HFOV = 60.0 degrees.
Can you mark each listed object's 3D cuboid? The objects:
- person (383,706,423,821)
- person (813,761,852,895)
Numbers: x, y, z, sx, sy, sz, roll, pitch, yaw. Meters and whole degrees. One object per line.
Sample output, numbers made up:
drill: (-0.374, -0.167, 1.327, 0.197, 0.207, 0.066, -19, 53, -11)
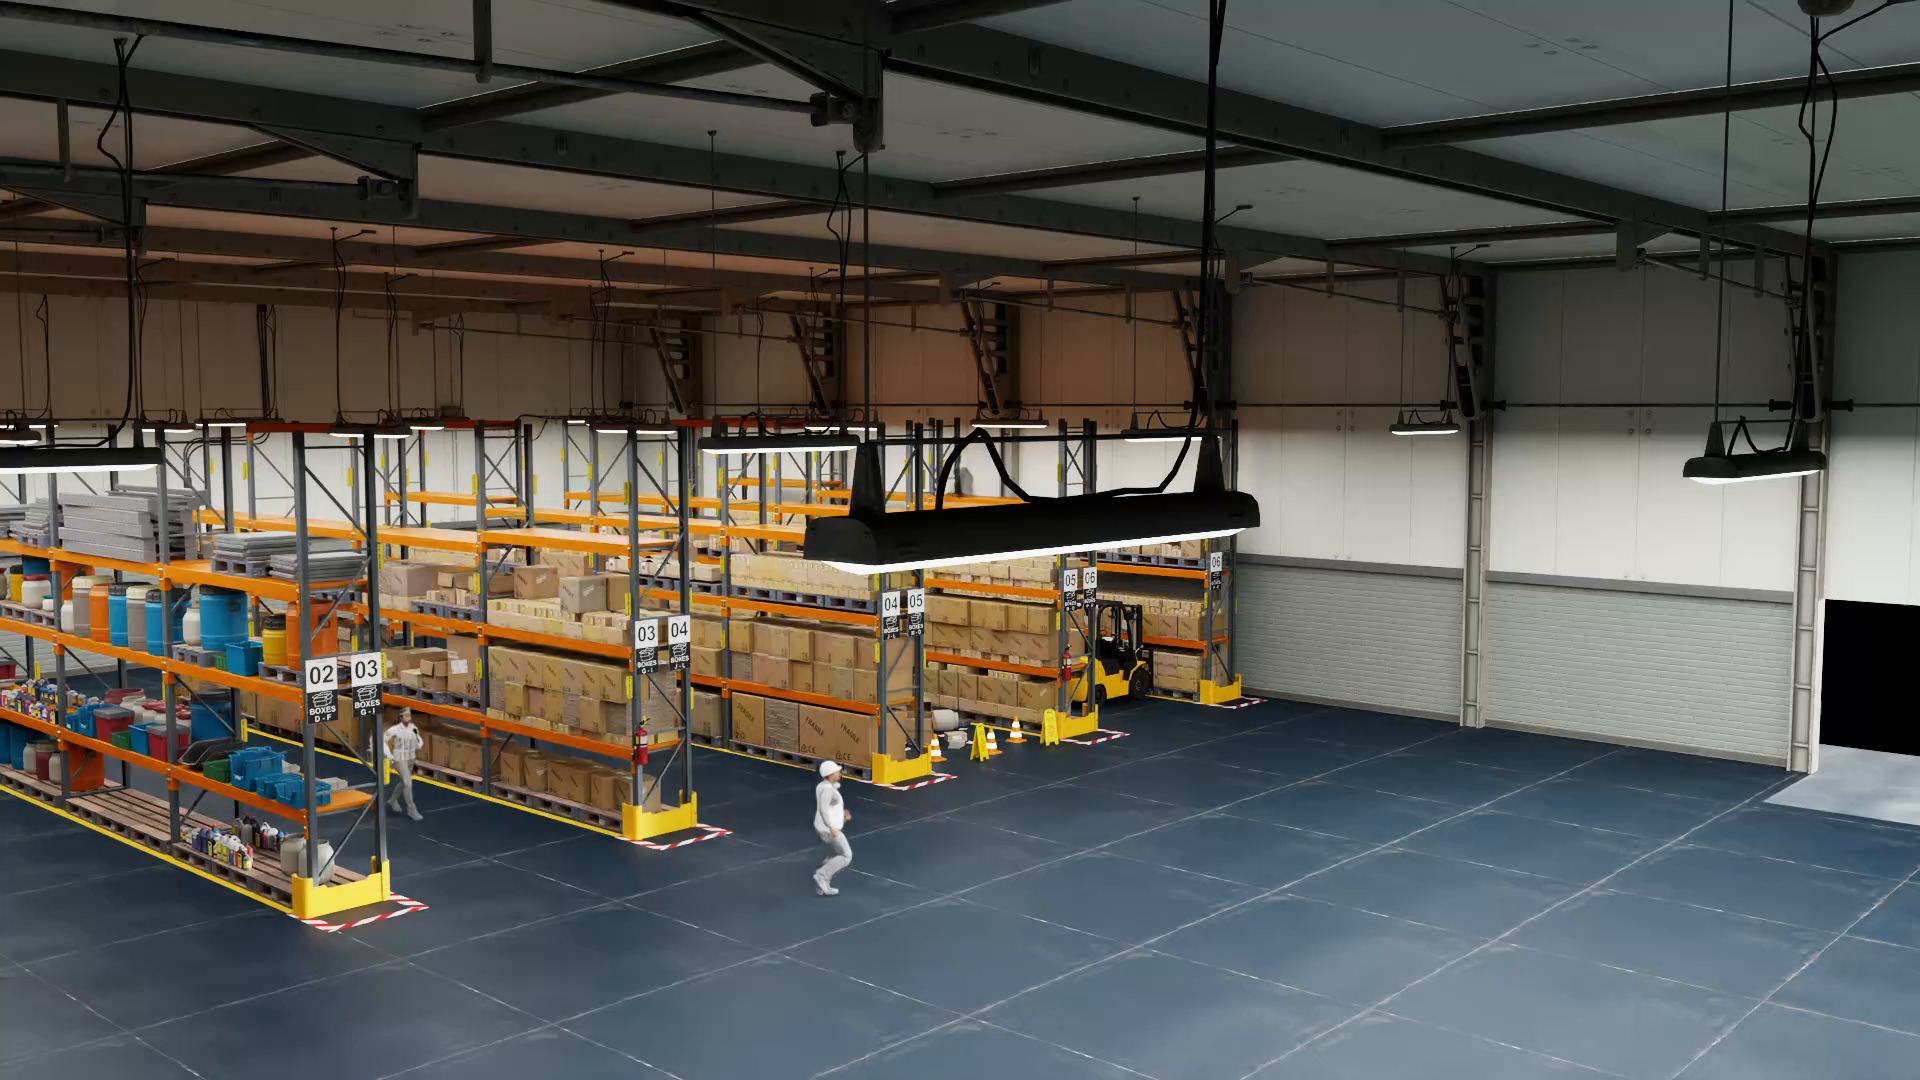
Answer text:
person: (-8.494, 3.386, 25.461, 0.836, 1.707, 0.614, 3, 5, 30)
person: (-1.632, 3.709, 21.473, 0.531, 1.740, 0.672, -2, 5, -19)
